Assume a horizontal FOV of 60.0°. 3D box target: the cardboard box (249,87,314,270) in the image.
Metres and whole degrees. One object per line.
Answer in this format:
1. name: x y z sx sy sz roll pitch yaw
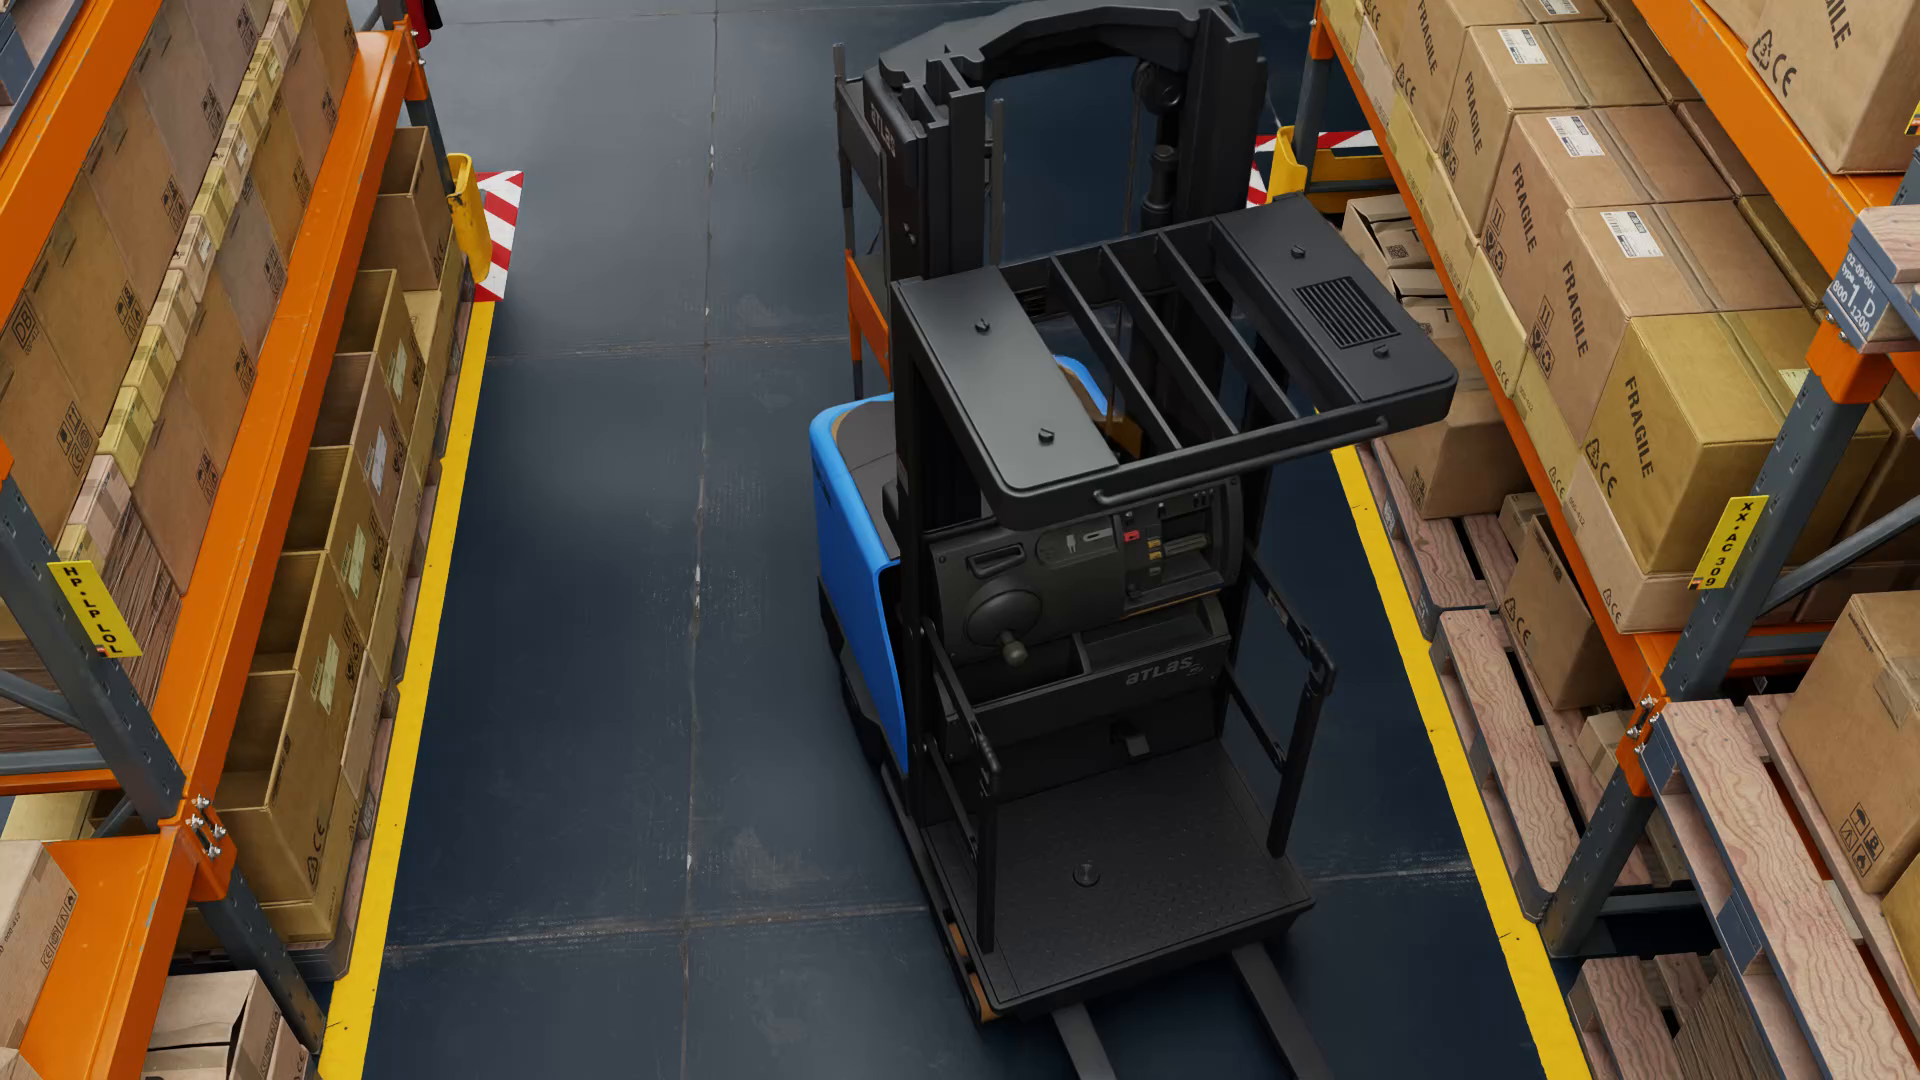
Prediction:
1. cardboard box: -2.735 -1.278 5.826 0.700 0.500 0.500 -3 47 -3

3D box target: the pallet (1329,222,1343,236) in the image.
1. pallet: 2.130 -1.022 7.572 1.003 0.211 1.213 -3 47 -3

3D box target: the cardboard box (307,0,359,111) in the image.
1. cardboard box: -2.819 -2.018 6.526 0.700 0.500 0.500 -3 47 -3

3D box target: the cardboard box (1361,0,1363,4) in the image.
1. cardboard box: 1.831 -2.475 6.601 0.500 0.500 0.500 -3 47 -3

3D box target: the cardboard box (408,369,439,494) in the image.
1. cardboard box: -2.409 -0.428 6.694 0.500 0.250 0.500 -3 47 -3

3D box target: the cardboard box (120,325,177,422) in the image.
1. cardboard box: -2.408 -0.449 4.594 0.380 0.149 0.250 -4 47 -4

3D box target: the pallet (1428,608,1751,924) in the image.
1. pallet: 2.334 0.744 5.900 1.003 0.211 1.213 -3 47 -3

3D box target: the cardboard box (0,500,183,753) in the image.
1. cardboard box: -2.554 0.217 4.409 0.700 0.500 0.500 -5 47 -4

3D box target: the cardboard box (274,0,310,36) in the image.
1. cardboard box: -2.579 -1.940 6.006 0.380 0.149 0.250 -4 47 -4

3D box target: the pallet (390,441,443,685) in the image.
1. pallet: -2.641 0.068 6.540 1.003 0.211 1.213 -3 47 -3

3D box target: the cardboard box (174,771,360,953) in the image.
1. cardboard box: -2.247 1.019 5.323 0.500 0.250 0.500 -3 47 -3

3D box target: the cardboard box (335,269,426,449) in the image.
1. cardboard box: -2.406 -0.686 6.422 0.500 0.500 0.500 -3 47 -3

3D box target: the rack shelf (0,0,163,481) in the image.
1. rack shelf: -2.678 -1.659 4.685 1.077 0.370 4.000 -3 47 -3

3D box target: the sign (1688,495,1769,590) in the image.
1. sign: 1.885 0.009 4.079 0.100 0.325 0.005 -3 47 -3

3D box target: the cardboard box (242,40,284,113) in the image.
1. cardboard box: -2.538 -1.568 5.653 0.380 0.149 0.250 -2 47 -2

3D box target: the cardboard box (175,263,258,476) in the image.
1. cardboard box: -2.643 -0.527 5.114 0.700 0.500 0.500 -3 47 -3

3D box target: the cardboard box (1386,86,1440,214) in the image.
1. cardboard box: 1.909 -1.465 6.161 0.500 0.250 0.500 -4 47 -4

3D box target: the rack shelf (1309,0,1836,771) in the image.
1. rack shelf: 2.258 -0.931 6.061 1.077 0.370 4.000 -3 47 -3

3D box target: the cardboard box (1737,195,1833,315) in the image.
1. cardboard box: 2.555 -0.672 4.893 0.500 0.500 0.500 -4 47 -4

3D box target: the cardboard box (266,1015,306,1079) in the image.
1. cardboard box: -2.187 1.656 4.720 0.500 0.250 0.500 -4 47 -4

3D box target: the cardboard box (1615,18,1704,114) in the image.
1. cardboard box: 2.464 -1.408 5.590 0.500 0.500 0.500 -3 47 -3

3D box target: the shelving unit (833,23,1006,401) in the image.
1. shelving unit: -0.137 -0.759 6.023 0.431 2.100 0.503 -15 48 -14

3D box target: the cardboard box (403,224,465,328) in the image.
1. cardboard box: -2.506 -1.151 7.378 0.500 0.250 0.500 -3 47 -3

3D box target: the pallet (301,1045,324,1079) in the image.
1. pallet: -2.410 2.062 4.652 1.003 0.211 1.213 -3 47 -3

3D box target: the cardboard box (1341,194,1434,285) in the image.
1. cardboard box: 2.059 -1.346 7.508 0.500 0.311 0.500 -8 47 -8

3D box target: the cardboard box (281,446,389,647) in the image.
1. cardboard box: -2.321 0.037 5.737 0.500 0.500 0.500 -3 47 -3

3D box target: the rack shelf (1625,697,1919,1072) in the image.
1. rack shelf: 2.593 1.963 3.321 1.077 0.370 4.000 -3 47 -3

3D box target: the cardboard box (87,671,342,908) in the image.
1. cardboard box: -2.237 0.761 5.051 0.500 0.500 0.500 -3 47 -3

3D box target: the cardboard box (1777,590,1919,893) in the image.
1. cardboard box: 2.434 0.453 3.883 0.700 0.500 0.500 -3 47 -3

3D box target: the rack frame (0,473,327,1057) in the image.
1. rack frame: -2.511 0.572 4.142 1.000 3.000 0.127 -3 47 -3

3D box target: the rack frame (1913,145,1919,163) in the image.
1. rack frame: 2.425 -1.794 2.252 1.000 3.000 0.127 -3 47 -3

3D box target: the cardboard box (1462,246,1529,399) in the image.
1. cardboard box: 1.993 -0.735 5.470 0.500 0.250 0.500 -4 47 -4

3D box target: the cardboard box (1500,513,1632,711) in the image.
1. cardboard box: 2.299 0.228 5.886 0.500 0.500 0.500 -7 47 -6

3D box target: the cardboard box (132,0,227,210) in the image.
1. cardboard box: -2.680 -1.318 4.970 0.700 0.500 0.500 -3 47 -3

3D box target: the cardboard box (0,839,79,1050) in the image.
1. cardboard box: -2.426 0.977 3.862 0.500 0.250 0.500 -1 47 -1

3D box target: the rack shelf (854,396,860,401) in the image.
1. rack shelf: -0.137 -0.268 6.541 0.431 0.518 0.480 -15 48 -14

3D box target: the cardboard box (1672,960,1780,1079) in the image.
1. cardboard box: 2.504 1.508 4.674 0.700 0.500 0.500 -2 47 -2

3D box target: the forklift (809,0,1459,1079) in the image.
1. forklift: 0.449 0.176 4.564 1.130 2.935 3.031 -15 48 -14

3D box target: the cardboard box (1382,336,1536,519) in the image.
1. cardboard box: 2.118 -0.465 6.543 0.700 0.500 0.500 -6 47 -6

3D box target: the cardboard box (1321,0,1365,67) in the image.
1. cardboard box: 1.815 -2.208 6.865 0.500 0.250 0.500 -5 47 -4

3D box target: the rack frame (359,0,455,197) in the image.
1. rack frame: -2.846 -2.322 6.883 1.000 3.000 0.127 -3 47 -3

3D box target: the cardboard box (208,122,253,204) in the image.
1. cardboard box: -2.492 -1.192 5.298 0.380 0.149 0.250 -4 47 -4

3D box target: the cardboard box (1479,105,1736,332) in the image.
1. cardboard box: 1.999 -0.994 5.198 0.500 0.500 0.500 -5 47 -4

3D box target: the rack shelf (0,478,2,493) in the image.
1. rack shelf: -2.343 1.235 1.944 1.077 0.370 4.000 -3 47 -3

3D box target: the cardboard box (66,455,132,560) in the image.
1. cardboard box: -2.361 -0.073 4.237 0.380 0.149 0.250 -3 47 -3

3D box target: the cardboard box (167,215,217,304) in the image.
1. cardboard box: -2.452 -0.823 4.948 0.380 0.149 0.250 -5 47 -4

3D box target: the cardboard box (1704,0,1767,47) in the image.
1. cardboard box: 2.107 -1.521 3.976 0.500 0.500 0.500 -7 47 -7

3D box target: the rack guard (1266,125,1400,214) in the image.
1. rack guard: 2.097 -1.711 8.026 1.175 0.500 0.348 -3 47 -3

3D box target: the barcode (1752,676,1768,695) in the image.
1. barcode: 2.619 0.461 5.445 0.001 0.075 0.075 -3 47 -3

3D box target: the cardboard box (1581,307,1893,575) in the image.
1. cardboard box: 2.078 -0.268 4.511 0.500 0.500 0.500 -4 47 -3

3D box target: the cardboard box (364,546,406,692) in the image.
1. cardboard box: -2.321 0.295 6.009 0.500 0.250 0.500 -3 47 -3

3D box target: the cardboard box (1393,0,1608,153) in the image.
1. cardboard box: 1.899 -1.743 5.907 0.500 0.500 0.500 -5 47 -5

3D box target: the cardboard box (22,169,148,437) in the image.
1. cardboard box: -2.598 -0.594 4.285 0.700 0.500 0.500 -4 47 -3

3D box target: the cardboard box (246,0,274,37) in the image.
1. cardboard box: -2.765 -2.045 5.659 0.700 0.500 0.500 -5 47 -4

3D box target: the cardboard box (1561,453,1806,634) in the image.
1. cardboard box: 2.084 -0.011 4.784 0.500 0.250 0.500 -3 47 -3

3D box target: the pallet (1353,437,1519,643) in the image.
1. pallet: 2.229 -0.141 6.738 1.003 0.211 1.213 -3 47 -3

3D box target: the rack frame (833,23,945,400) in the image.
1. rack frame: -0.221 -0.925 6.180 0.400 2.100 0.015 -15 48 -14
